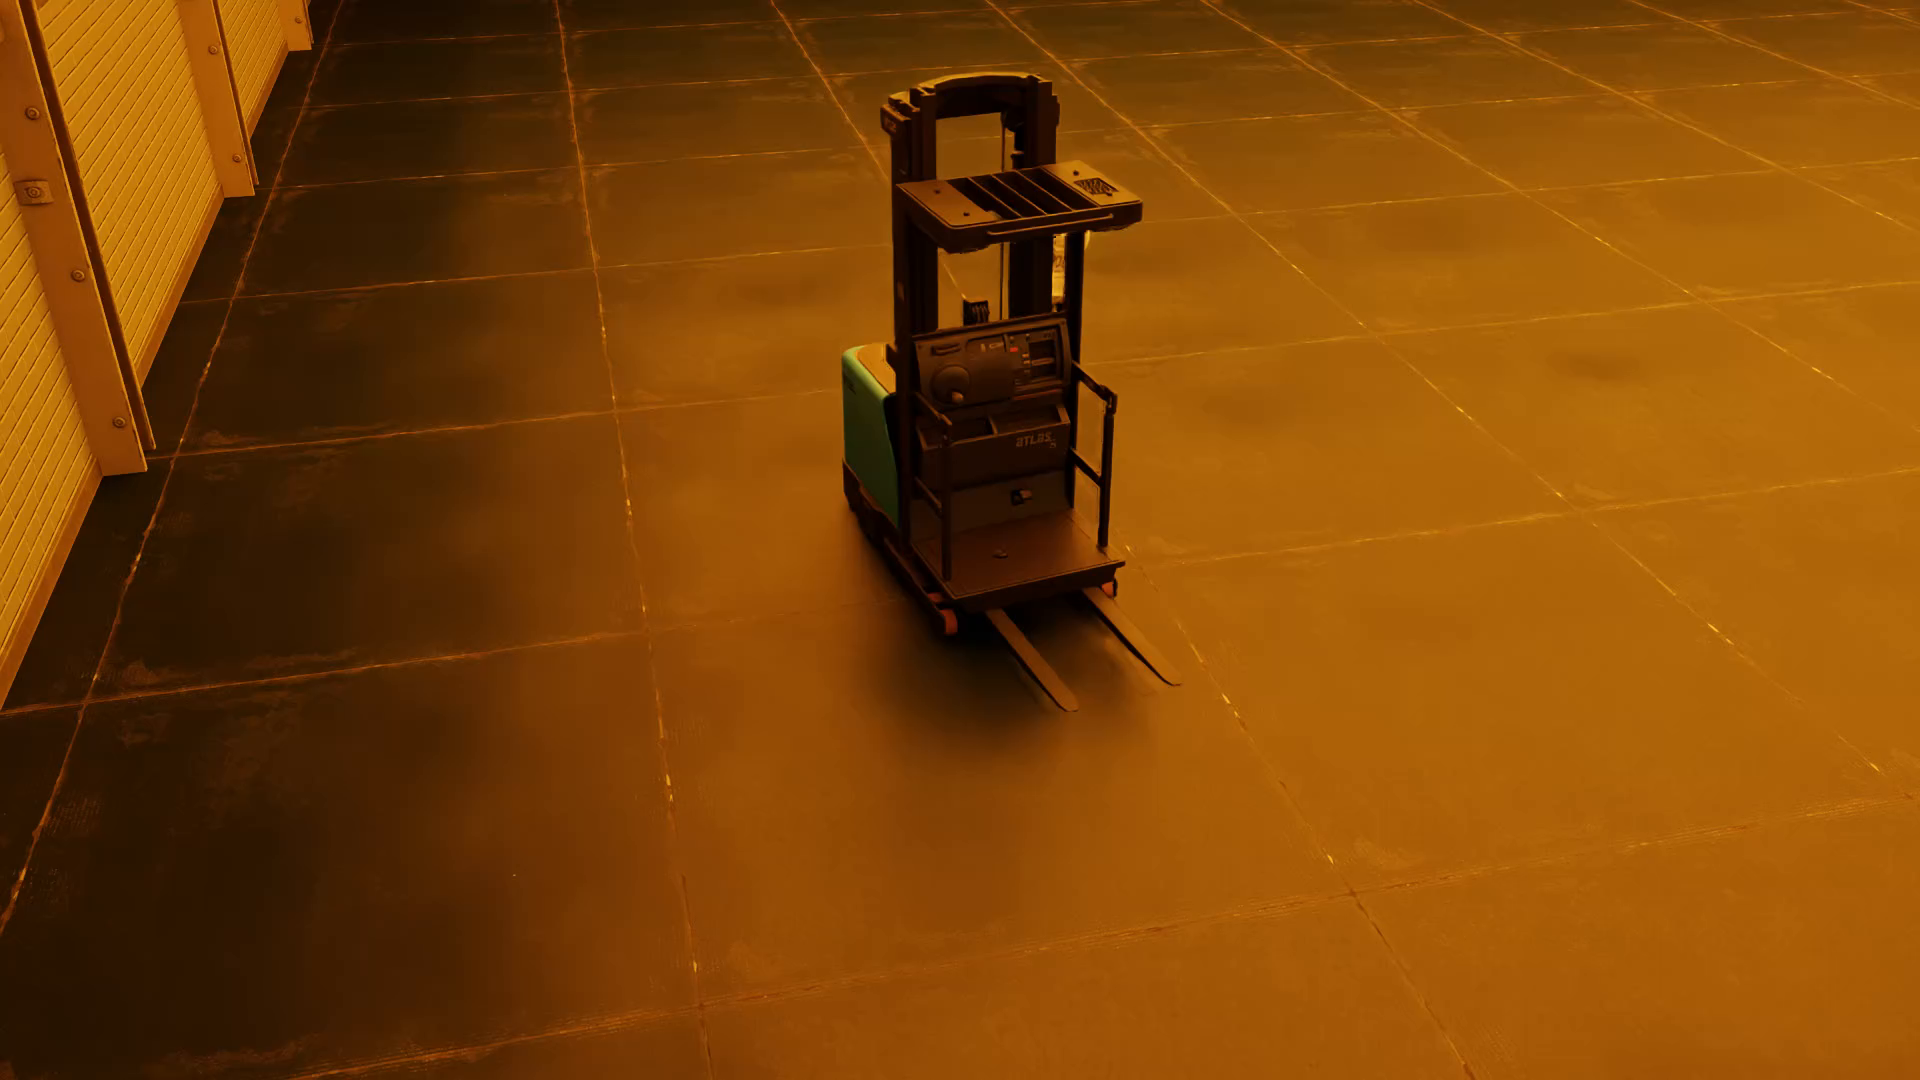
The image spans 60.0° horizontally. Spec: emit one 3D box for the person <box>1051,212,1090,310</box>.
[{"bbox_3d":[0.684,-1.819,12.106,0.517,1.591,0.853,-3,30,-6],"label":"person"}]

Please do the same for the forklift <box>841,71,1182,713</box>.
[{"bbox_3d":[0.276,-0.956,9.226,1.130,2.935,3.031,-12,32,-20],"label":"forklift"}]
